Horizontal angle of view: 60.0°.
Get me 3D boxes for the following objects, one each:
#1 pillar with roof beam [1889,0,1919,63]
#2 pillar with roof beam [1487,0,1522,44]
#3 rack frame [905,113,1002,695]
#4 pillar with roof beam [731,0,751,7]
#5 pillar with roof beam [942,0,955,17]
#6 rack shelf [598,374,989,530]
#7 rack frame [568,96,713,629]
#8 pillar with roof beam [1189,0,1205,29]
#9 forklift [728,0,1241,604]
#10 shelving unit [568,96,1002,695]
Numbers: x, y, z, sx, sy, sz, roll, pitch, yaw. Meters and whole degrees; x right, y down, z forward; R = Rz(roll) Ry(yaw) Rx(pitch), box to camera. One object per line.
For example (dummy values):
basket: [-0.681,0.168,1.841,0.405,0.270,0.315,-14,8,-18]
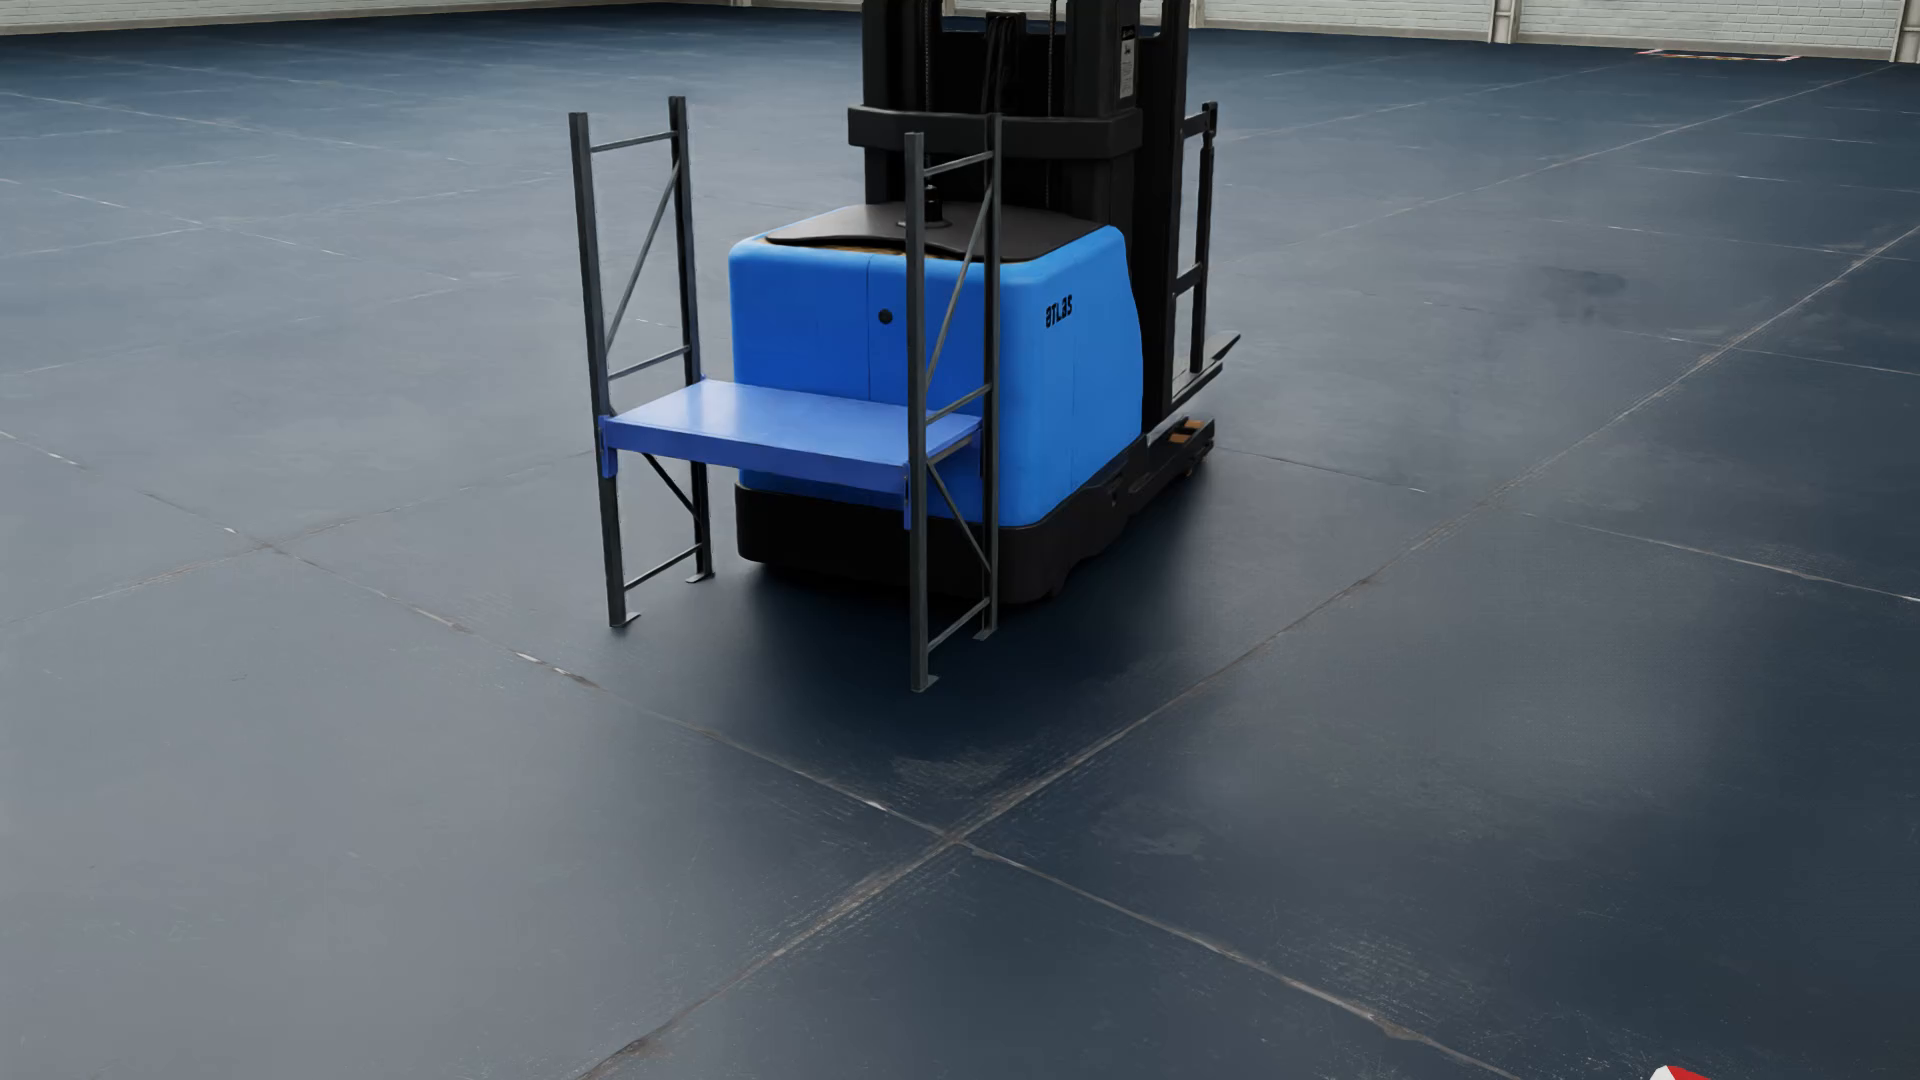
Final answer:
pillar with roof beam: [10.871,-9.896,19.158,0.400,9.000,9.100,16,26,36]
pillar with roof beam: [6.222,-11.235,22.708,0.400,9.000,9.100,16,26,36]
rack frame: [-0.011,-0.360,4.498,0.032,1.500,0.500,10,23,24]
pillar with roof beam: [-7.723,-15.251,33.357,0.400,9.000,9.100,16,26,36]
pillar with roof beam: [-3.074,-13.912,29.808,0.400,9.000,9.100,16,26,36]
rack shelf: [-0.468,-0.271,4.770,1.000,0.185,0.538,10,23,24]
rack frame: [-0.925,-0.518,4.916,0.032,1.500,0.500,10,23,24]
pillar with roof beam: [1.574,-12.574,26.258,0.400,9.000,9.100,16,26,36]
forklift: [0.344,-1.664,5.927,1.130,2.935,3.031,9,22,22]
shelving unit: [-0.468,-0.439,4.707,1.048,1.500,0.538,10,23,24]
